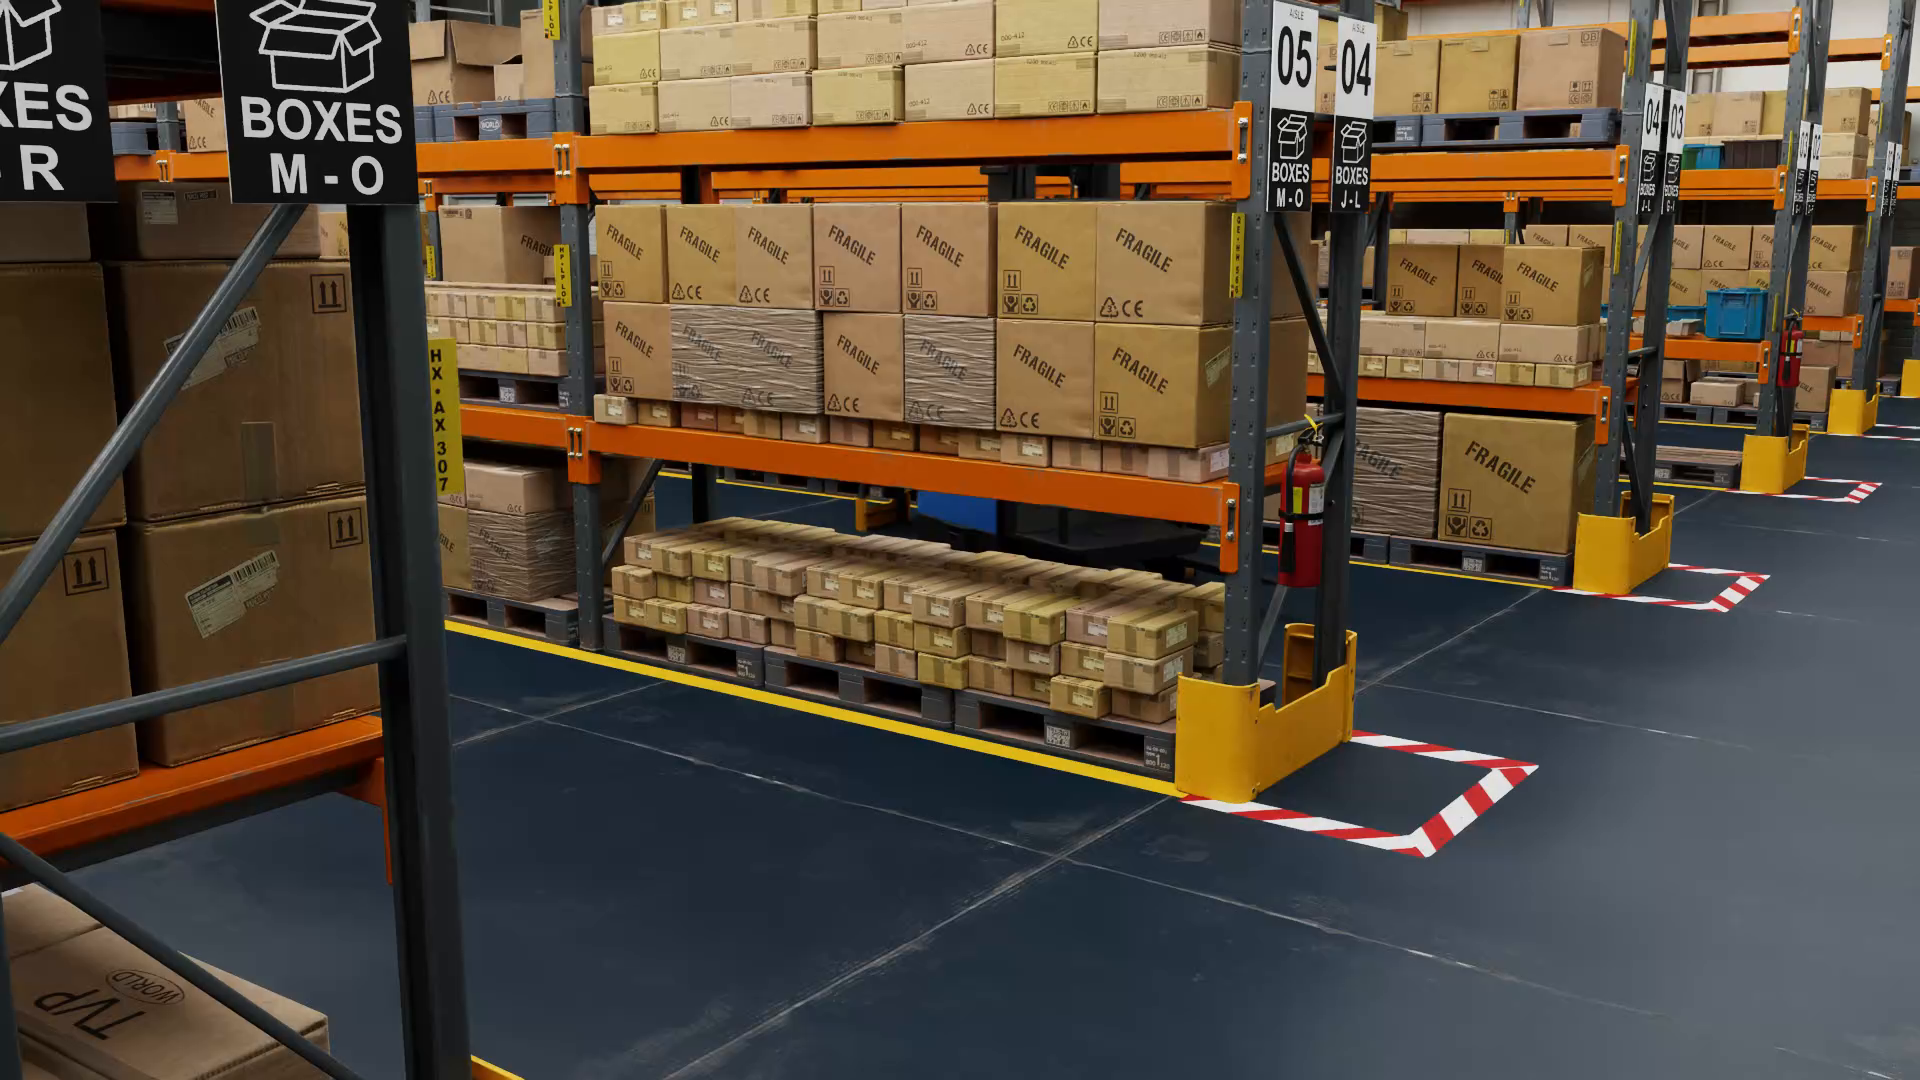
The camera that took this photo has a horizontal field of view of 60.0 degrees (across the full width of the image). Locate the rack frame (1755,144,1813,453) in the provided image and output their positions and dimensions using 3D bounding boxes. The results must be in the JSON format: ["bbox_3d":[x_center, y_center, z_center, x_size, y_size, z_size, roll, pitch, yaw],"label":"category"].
[{"bbox_3d":[7.382,-1.982,14.877,0.127,3.000,1.000,8,13,36],"label":"rack frame"}]

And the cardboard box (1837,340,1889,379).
[{"bbox_3d":[12.622,-2.541,23.242,0.500,0.500,0.700,8,13,36],"label":"cardboard box"}]

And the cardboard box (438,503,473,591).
[{"bbox_3d":[-2.950,-0.007,10.142,0.500,0.500,0.500,8,13,34],"label":"cardboard box"}]

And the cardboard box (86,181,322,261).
[{"bbox_3d":[-1.538,-0.647,3.374,0.250,0.149,0.380,8,14,37],"label":"cardboard box"}]

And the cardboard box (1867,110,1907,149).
[{"bbox_3d":[12.494,-5.562,22.534,0.500,0.500,0.500,8,13,35],"label":"cardboard box"}]

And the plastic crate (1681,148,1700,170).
[{"bbox_3d":[6.418,-3.418,14.959,0.336,0.188,0.450,8,13,36],"label":"plastic crate"}]

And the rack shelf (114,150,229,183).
[{"bbox_3d":[-6.628,-2.719,12.686,4.000,0.370,1.077,8,13,36],"label":"rack shelf"}]

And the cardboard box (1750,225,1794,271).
[{"bbox_3d":[9.387,-3.344,19.024,0.500,0.500,0.500,8,14,37],"label":"cardboard box"}]

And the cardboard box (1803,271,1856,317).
[{"bbox_3d":[9.794,-2.798,18.830,0.500,0.500,0.500,8,14,37],"label":"cardboard box"}]

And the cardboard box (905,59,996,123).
[{"bbox_3d":[0.102,-1.999,7.465,0.500,0.250,0.500,9,14,38],"label":"cardboard box"}]

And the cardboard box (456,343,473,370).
[{"bbox_3d":[-2.840,-1.108,9.916,0.250,0.149,0.380,7,13,33],"label":"cardboard box"}]

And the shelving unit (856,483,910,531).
[{"bbox_3d":[-0.212,-0.795,12.688,1.083,1.500,0.587,8,14,37],"label":"shelving unit"}]

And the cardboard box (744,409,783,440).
[{"bbox_3d":[-0.879,-0.611,8.450,0.250,0.149,0.380,8,14,37],"label":"cardboard box"}]

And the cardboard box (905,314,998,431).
[{"bbox_3d":[0.092,-0.796,7.701,0.500,0.500,0.500,8,14,36],"label":"cardboard box"}]

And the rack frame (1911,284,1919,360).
[{"bbox_3d":[13.246,-3.499,22.716,0.127,3.000,1.000,8,13,36],"label":"rack frame"}]

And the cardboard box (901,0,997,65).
[{"bbox_3d":[0.086,-2.248,7.435,0.500,0.250,0.500,8,14,36],"label":"cardboard box"}]

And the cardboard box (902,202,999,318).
[{"bbox_3d":[0.084,-1.289,7.617,0.500,0.500,0.500,9,14,38],"label":"cardboard box"}]

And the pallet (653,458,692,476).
[{"bbox_3d":[-2.627,-0.842,16.326,1.213,0.211,1.003,8,13,36],"label":"pallet"}]

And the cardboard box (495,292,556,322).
[{"bbox_3d":[-2.448,-1.346,9.577,0.250,0.149,0.380,7,13,34],"label":"cardboard box"}]

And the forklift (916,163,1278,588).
[{"bbox_3d":[0.917,-1.156,10.791,1.130,2.935,3.031,-7,13,-33],"label":"forklift"}]

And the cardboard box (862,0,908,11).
[{"bbox_3d":[-0.237,-2.485,7.607,0.250,0.149,0.380,7,13,34],"label":"cardboard box"}]

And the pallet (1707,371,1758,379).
[{"bbox_3d":[11.576,-2.345,24.093,1.213,0.211,1.003,8,13,36],"label":"pallet"}]

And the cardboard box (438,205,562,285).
[{"bbox_3d":[-4.665,-2.963,17.261,1.000,1.000,1.000,8,14,36],"label":"cardboard box"}]

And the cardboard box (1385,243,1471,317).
[{"bbox_3d":[3.399,-1.873,11.951,0.500,0.500,0.500,7,13,34],"label":"cardboard box"}]

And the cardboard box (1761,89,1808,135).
[{"bbox_3d":[9.540,-4.877,19.048,0.500,0.500,0.700,8,13,36],"label":"cardboard box"}]

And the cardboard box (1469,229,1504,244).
[{"bbox_3d":[8.265,-4.708,25.896,0.500,0.250,0.500,8,13,34],"label":"cardboard box"}]

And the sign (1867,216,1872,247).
[{"bbox_3d":[9.972,-3.381,18.227,0.005,0.325,0.100,8,13,36],"label":"sign"}]

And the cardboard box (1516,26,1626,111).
[{"bbox_3d":[3.999,-3.051,10.873,0.500,0.500,0.700,7,13,32],"label":"cardboard box"}]

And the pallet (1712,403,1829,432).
[{"bbox_3d":[9.612,-1.469,19.566,1.213,0.211,1.003,8,13,36],"label":"pallet"}]

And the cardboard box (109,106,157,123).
[{"bbox_3d":[-6.036,-3.131,11.784,0.500,0.311,0.500,8,13,36],"label":"cardboard box"}]

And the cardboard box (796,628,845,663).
[{"bbox_3d":[-0.618,0.498,8.459,0.250,0.149,0.380,8,13,34],"label":"cardboard box"}]

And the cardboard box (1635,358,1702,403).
[{"bbox_3d":[8.610,-1.969,20.226,0.637,0.503,0.797,8,13,36],"label":"cardboard box"}]

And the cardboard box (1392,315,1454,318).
[{"bbox_3d":[3.397,-1.506,12.027,0.500,0.250,0.500,7,13,34],"label":"cardboard box"}]

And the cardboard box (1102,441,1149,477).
[{"bbox_3d":[0.824,-0.379,7.255,0.250,0.149,0.380,8,13,35],"label":"cardboard box"}]

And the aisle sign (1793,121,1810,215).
[{"bbox_3d":[7.266,-3.205,14.356,0.004,0.787,0.394,8,13,36],"label":"aisle sign"}]

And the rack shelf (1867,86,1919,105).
[{"bbox_3d":[11.634,-6.119,23.415,4.000,0.370,1.077,8,13,36],"label":"rack shelf"}]

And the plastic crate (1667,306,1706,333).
[{"bbox_3d":[6.847,-2.081,15.673,0.300,0.233,0.416,8,13,36],"label":"plastic crate"}]

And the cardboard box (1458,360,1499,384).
[{"bbox_3d":[3.555,-1.147,11.225,0.250,0.149,0.380,8,14,36],"label":"cardboard box"}]

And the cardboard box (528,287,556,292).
[{"bbox_3d":[-2.470,-1.503,10.391,0.250,0.149,0.380,8,13,35],"label":"cardboard box"}]

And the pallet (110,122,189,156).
[{"bbox_3d":[-5.566,-2.819,11.805,1.003,0.211,1.213,9,14,38],"label":"pallet"}]

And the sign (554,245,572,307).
[{"bbox_3d":[-2.117,-1.408,8.864,0.005,0.325,0.100,8,13,36],"label":"sign"}]

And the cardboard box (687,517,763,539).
[{"bbox_3d":[-1.351,-0.024,9.589,0.250,0.149,0.380,8,14,37],"label":"cardboard box"}]

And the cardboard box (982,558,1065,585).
[{"bbox_3d":[0.324,0.207,8.399,0.250,0.149,0.380,9,14,38],"label":"cardboard box"}]

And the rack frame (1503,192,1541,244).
[{"bbox_3d":[7.092,-3.189,21.119,0.127,3.000,1.000,8,13,36],"label":"rack frame"}]

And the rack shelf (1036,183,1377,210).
[{"bbox_3d":[2.546,-3.776,18.147,4.000,0.370,1.077,8,13,36],"label":"rack shelf"}]

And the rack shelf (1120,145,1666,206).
[{"bbox_3d":[2.838,-2.568,11.903,4.000,0.370,1.077,8,13,36],"label":"rack shelf"}]

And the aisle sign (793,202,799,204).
[{"bbox_3d":[-2.814,-5.775,27.641,0.004,0.787,0.394,8,13,36],"label":"aisle sign"}]

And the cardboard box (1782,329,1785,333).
[{"bbox_3d":[11.818,-3.018,24.001,0.250,0.149,0.380,8,14,36],"label":"cardboard box"}]

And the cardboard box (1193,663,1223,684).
[{"bbox_3d":[1.200,0.610,7.880,0.250,0.149,0.380,8,14,37],"label":"cardboard box"}]

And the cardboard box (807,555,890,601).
[{"bbox_3d":[-0.568,0.192,8.472,0.250,0.149,0.380,7,13,33],"label":"cardboard box"}]

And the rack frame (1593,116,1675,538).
[{"bbox_3d":[4.450,-1.224,10.957,0.127,3.000,1.000,8,13,36],"label":"rack frame"}]

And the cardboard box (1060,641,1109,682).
[{"bbox_3d":[0.659,0.519,7.569,0.250,0.149,0.380,8,13,34],"label":"cardboard box"}]

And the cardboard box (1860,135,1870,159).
[{"bbox_3d":[10.056,-4.482,18.981,0.500,0.250,0.500,8,13,36],"label":"cardboard box"}]

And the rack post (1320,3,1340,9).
[{"bbox_3d":[3.497,-5.439,17.153,0.954,0.300,0.937,8,13,34],"label":"rack post"}]

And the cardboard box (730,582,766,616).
[{"bbox_3d":[-0.998,0.279,8.806,0.250,0.149,0.380,7,13,33],"label":"cardboard box"}]
